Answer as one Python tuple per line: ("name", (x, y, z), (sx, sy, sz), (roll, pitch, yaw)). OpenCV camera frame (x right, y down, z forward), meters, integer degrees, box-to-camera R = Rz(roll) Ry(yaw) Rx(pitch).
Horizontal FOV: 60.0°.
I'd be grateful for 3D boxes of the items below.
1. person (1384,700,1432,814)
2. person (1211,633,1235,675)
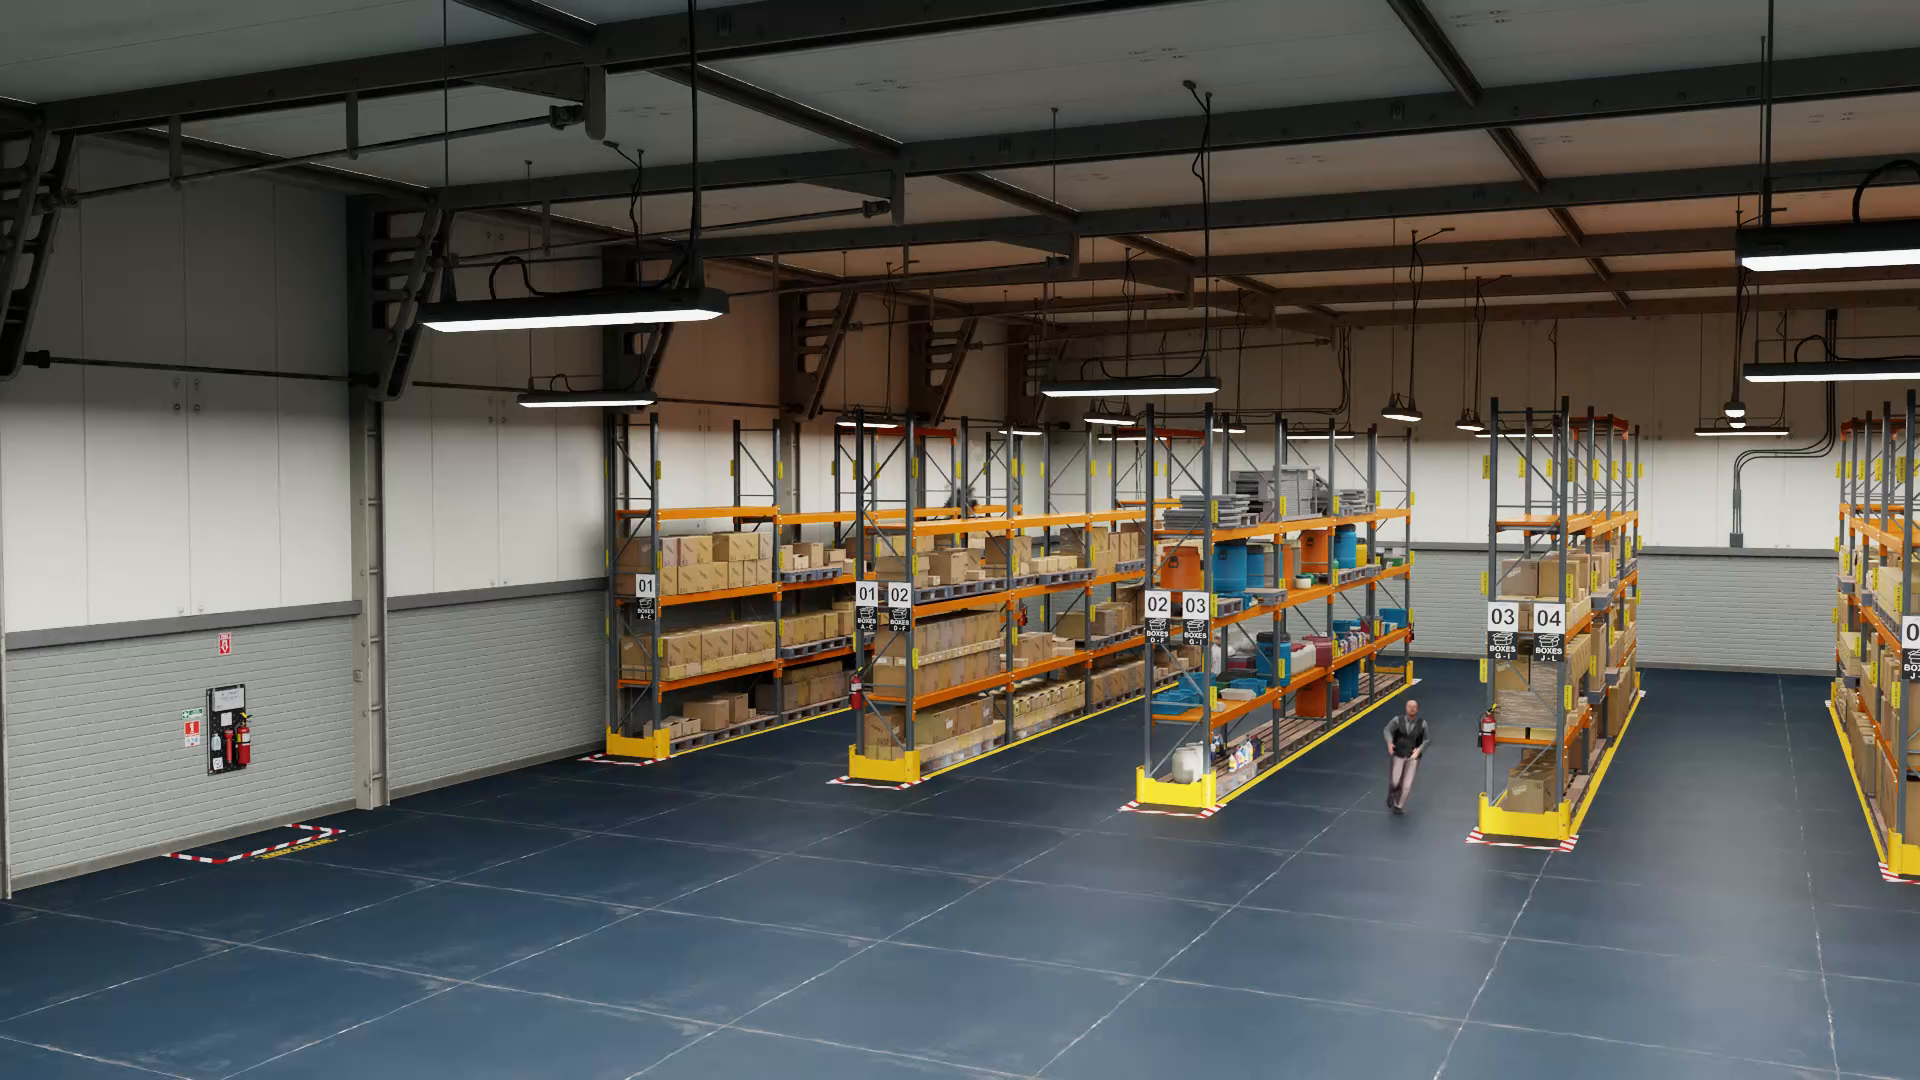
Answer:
("person", (6.506, 3.158, 24.172), (0.677, 1.674, 0.567), (1, 2, 14))
("person", (5.343, 2.734, 34.254), (0.601, 1.644, 0.648), (1, 3, 20))
